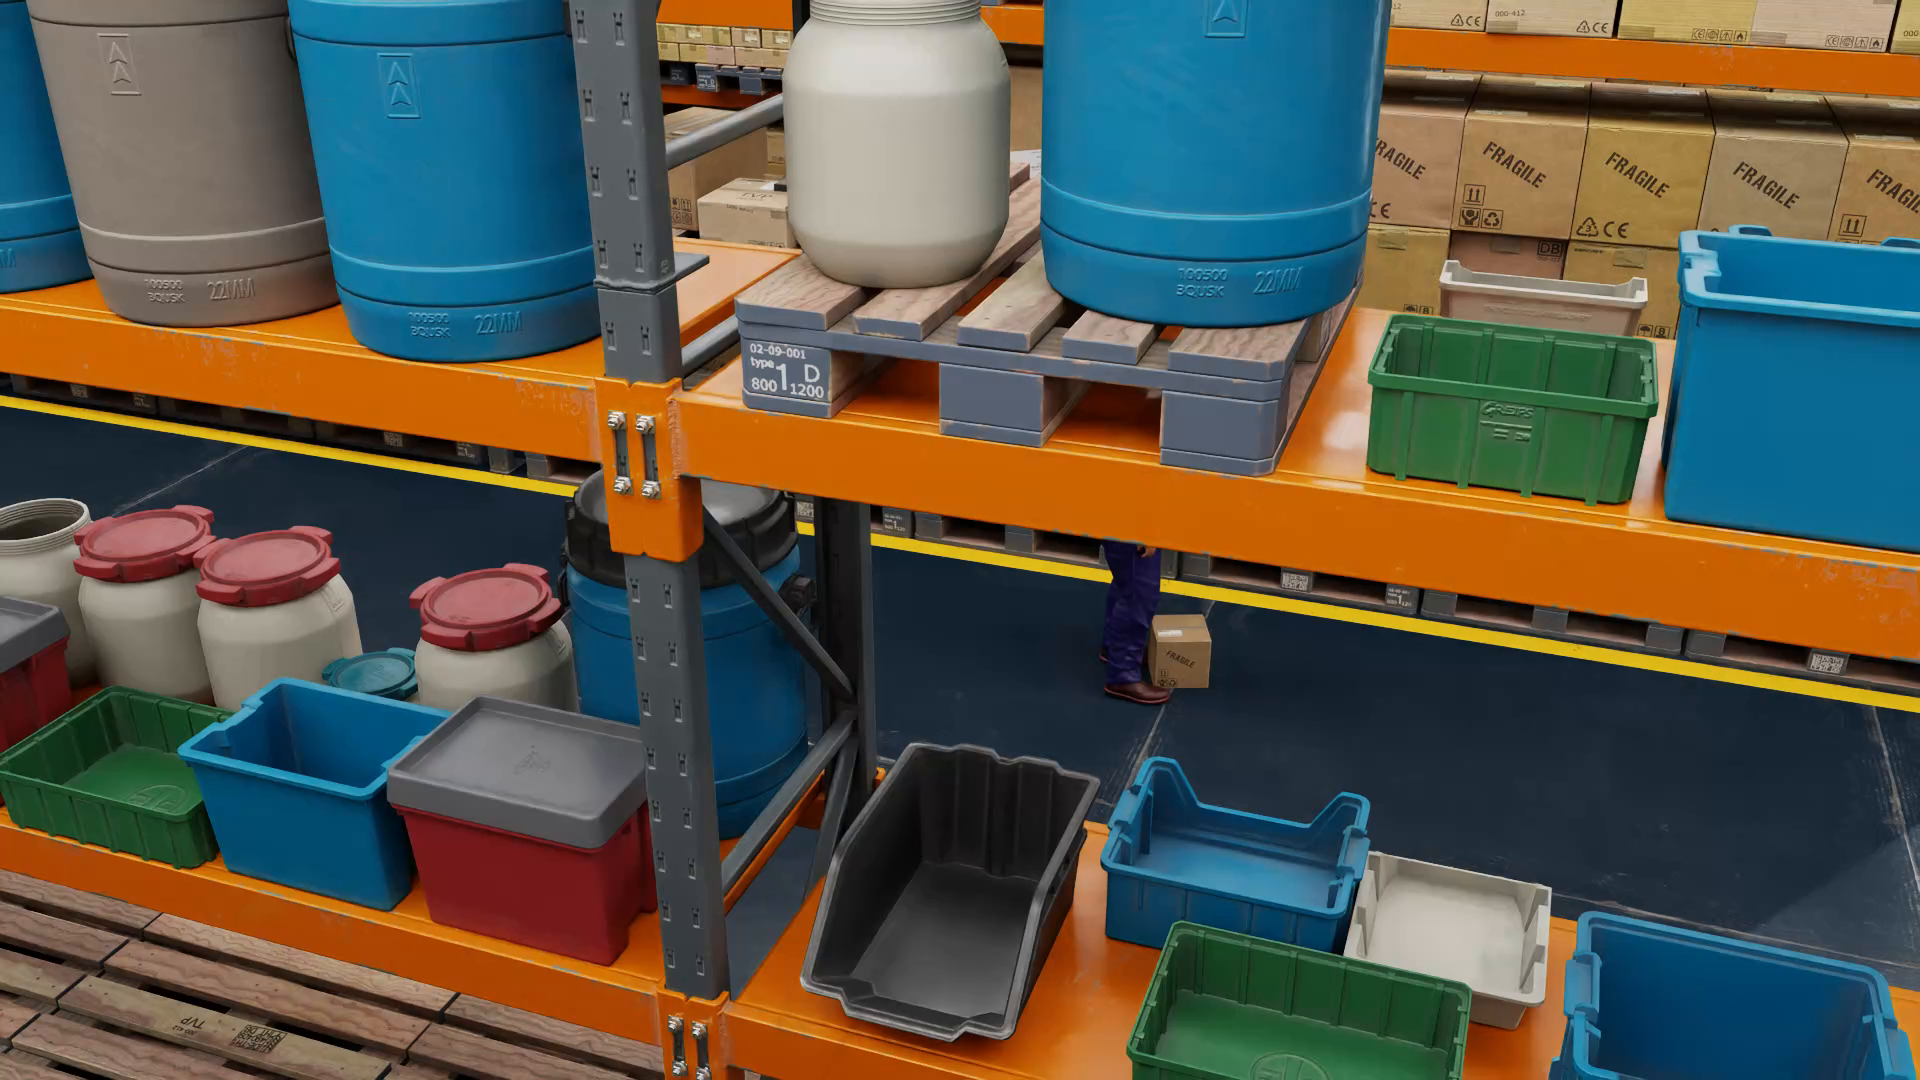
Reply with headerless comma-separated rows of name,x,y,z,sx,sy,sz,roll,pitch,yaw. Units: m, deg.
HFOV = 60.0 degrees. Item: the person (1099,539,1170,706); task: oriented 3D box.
person,0.771,-0.119,7.365,0.368,1.652,0.566,0,26,0
